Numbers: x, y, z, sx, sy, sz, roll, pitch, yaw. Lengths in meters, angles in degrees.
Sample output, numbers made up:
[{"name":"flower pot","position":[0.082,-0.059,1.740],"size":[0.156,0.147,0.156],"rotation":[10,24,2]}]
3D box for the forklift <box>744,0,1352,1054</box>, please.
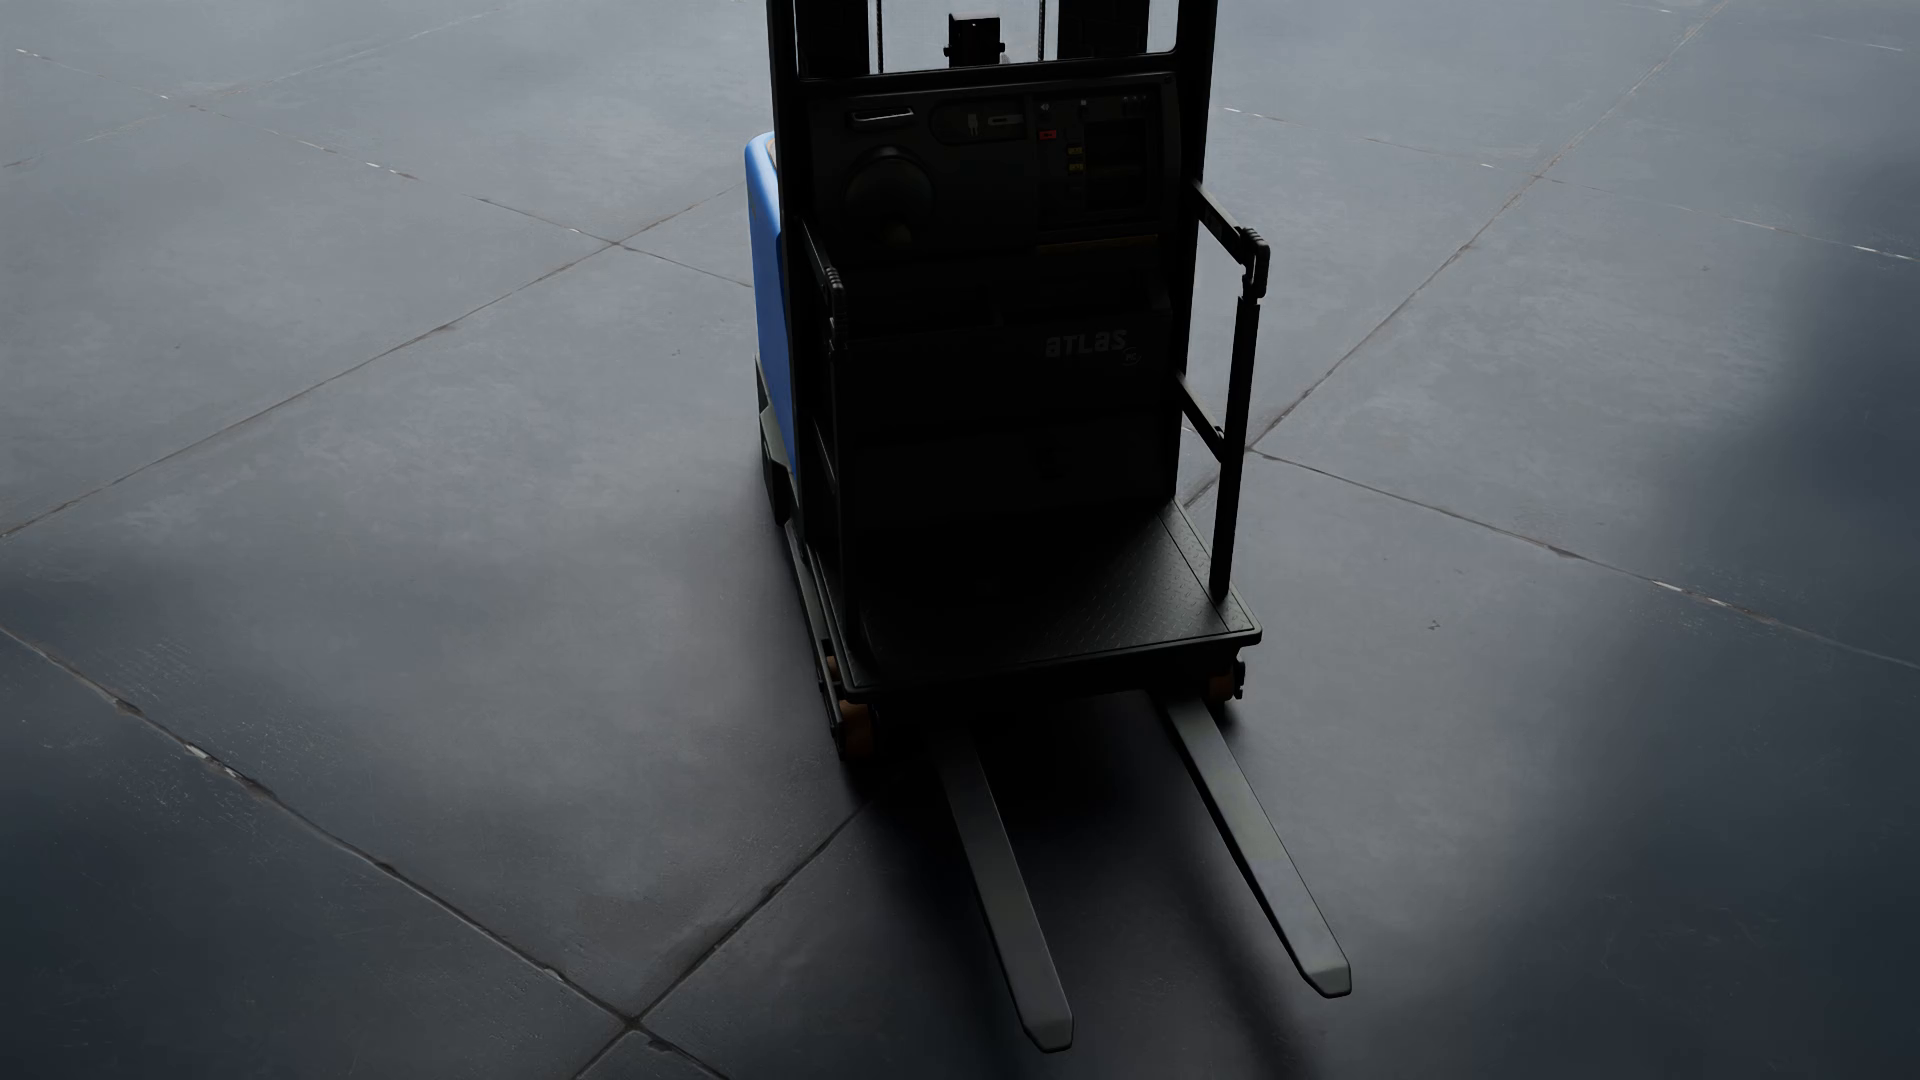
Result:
[{"name":"forklift","position":[0.144,-0.870,3.921],"size":[1.130,2.935,3.031],"rotation":[-8,35,-11]}]
